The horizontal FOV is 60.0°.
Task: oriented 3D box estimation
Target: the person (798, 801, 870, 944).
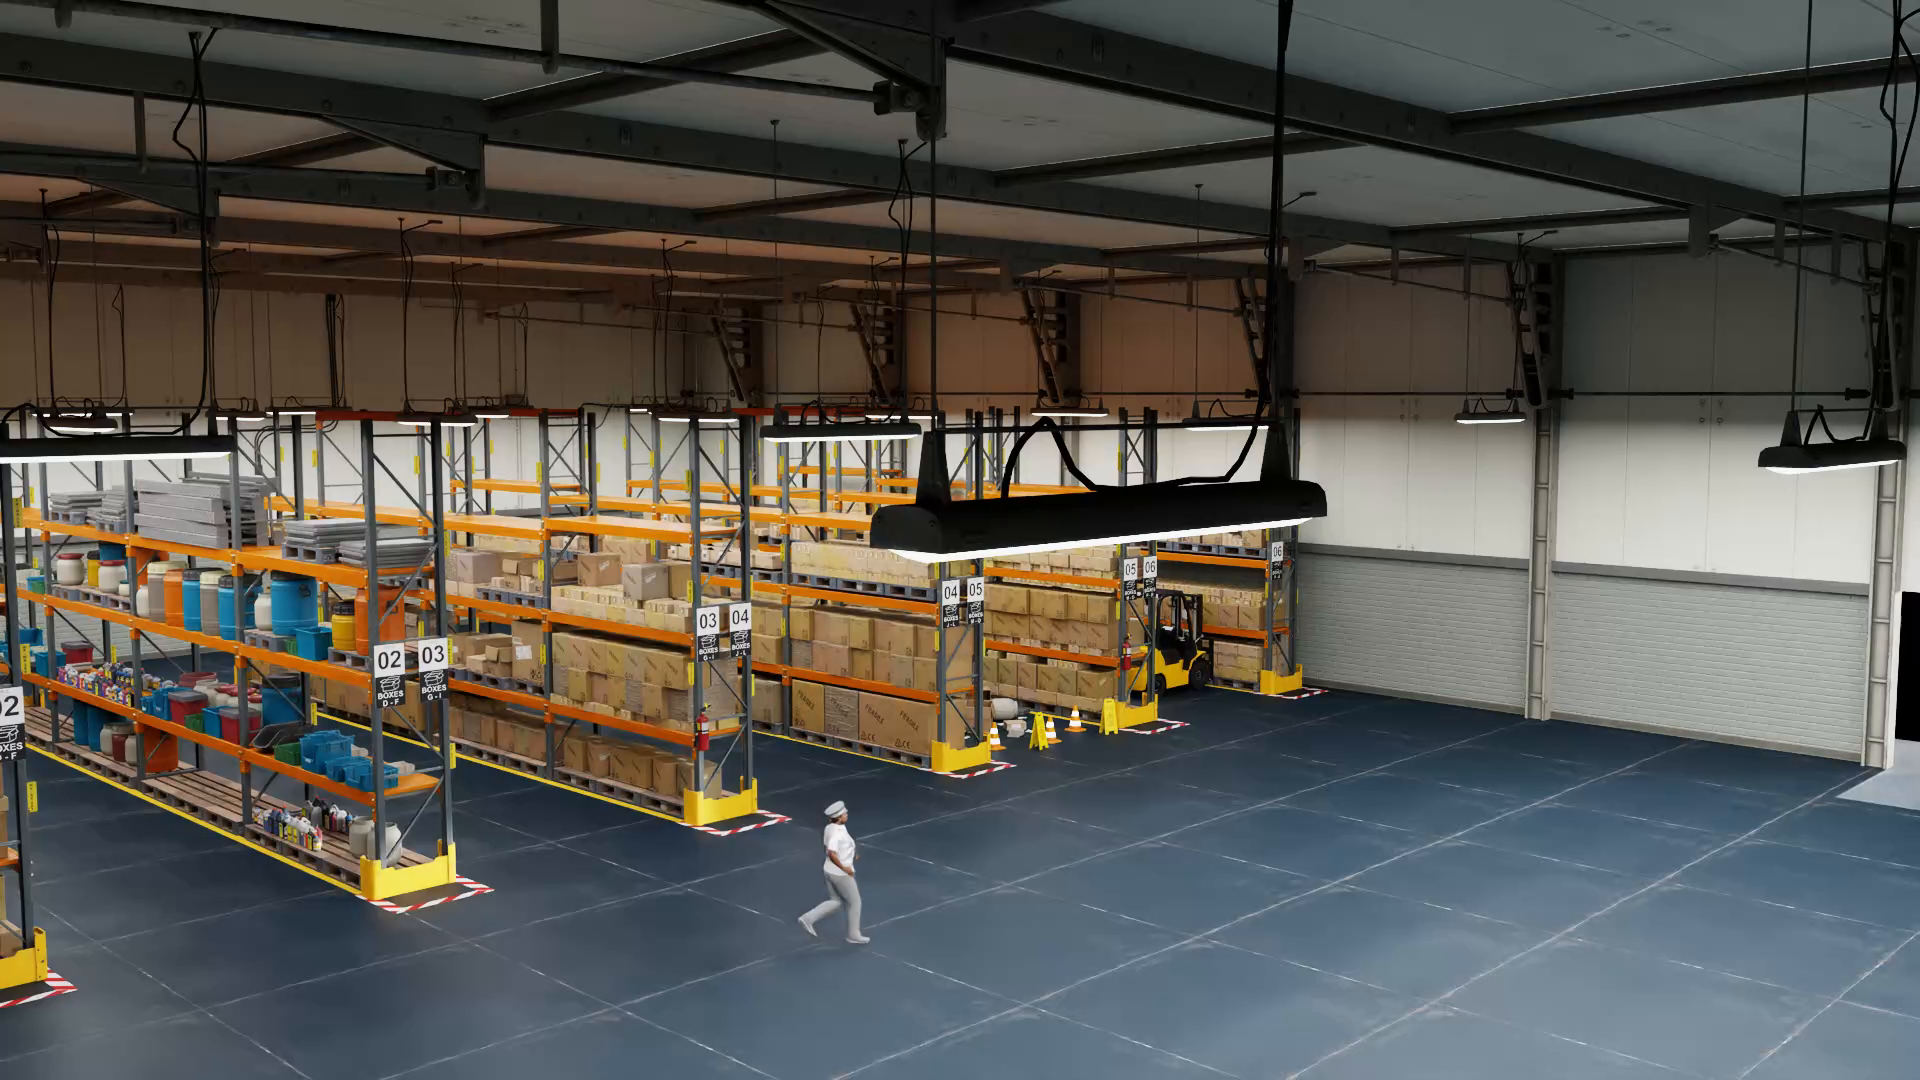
[{"bbox_3d":[-1.425,3.826,18.992,0.842,1.693,0.579,-2,6,-25],"label":"person"}]
